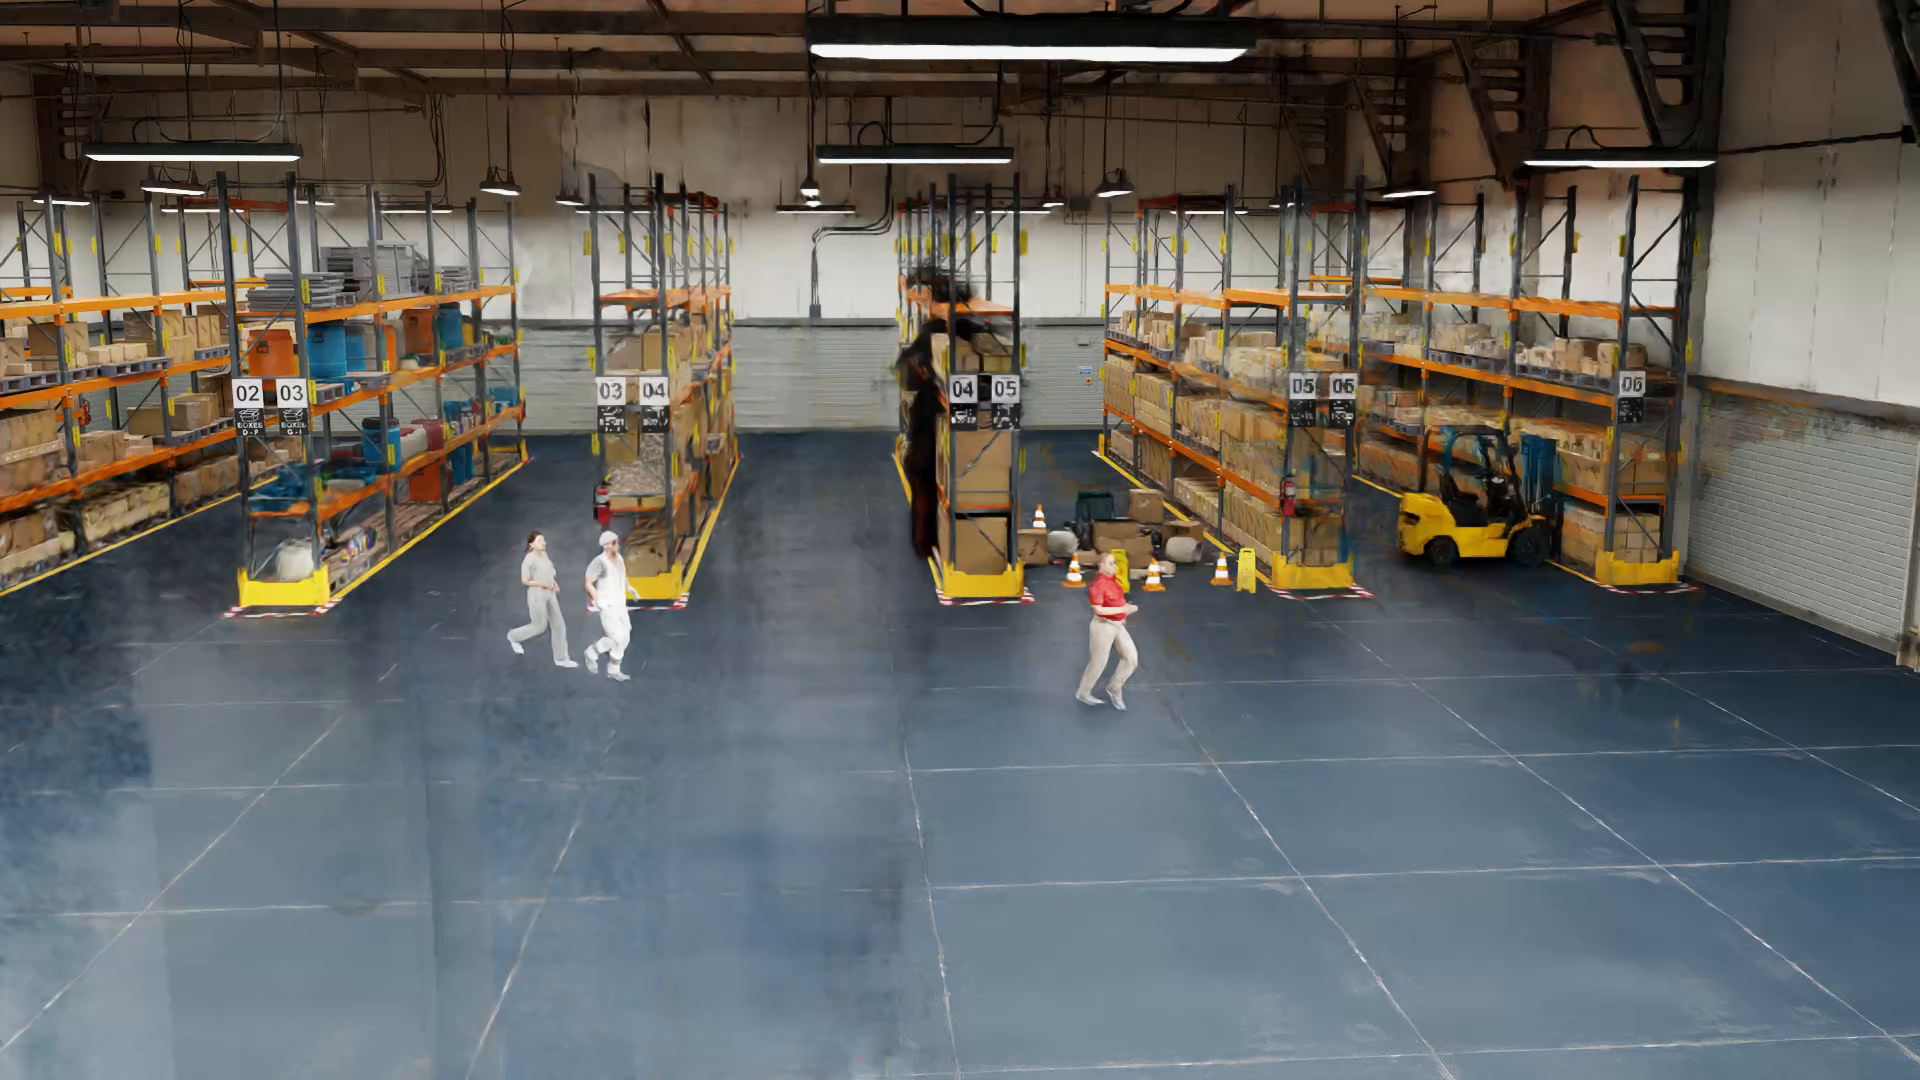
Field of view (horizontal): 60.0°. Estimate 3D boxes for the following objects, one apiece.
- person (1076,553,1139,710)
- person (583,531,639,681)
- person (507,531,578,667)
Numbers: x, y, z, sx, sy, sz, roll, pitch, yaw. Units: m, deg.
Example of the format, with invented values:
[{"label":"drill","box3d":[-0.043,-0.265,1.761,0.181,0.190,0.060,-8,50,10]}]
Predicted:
[{"label":"person","box3d":[1.622,1.014,18.081,0.736,1.770,0.637,8,12,37]},{"label":"person","box3d":[-4.097,0.758,19.401,0.593,1.756,0.678,4,11,23]},{"label":"person","box3d":[-5.023,0.699,19.983,0.970,1.633,0.584,5,11,24]}]
